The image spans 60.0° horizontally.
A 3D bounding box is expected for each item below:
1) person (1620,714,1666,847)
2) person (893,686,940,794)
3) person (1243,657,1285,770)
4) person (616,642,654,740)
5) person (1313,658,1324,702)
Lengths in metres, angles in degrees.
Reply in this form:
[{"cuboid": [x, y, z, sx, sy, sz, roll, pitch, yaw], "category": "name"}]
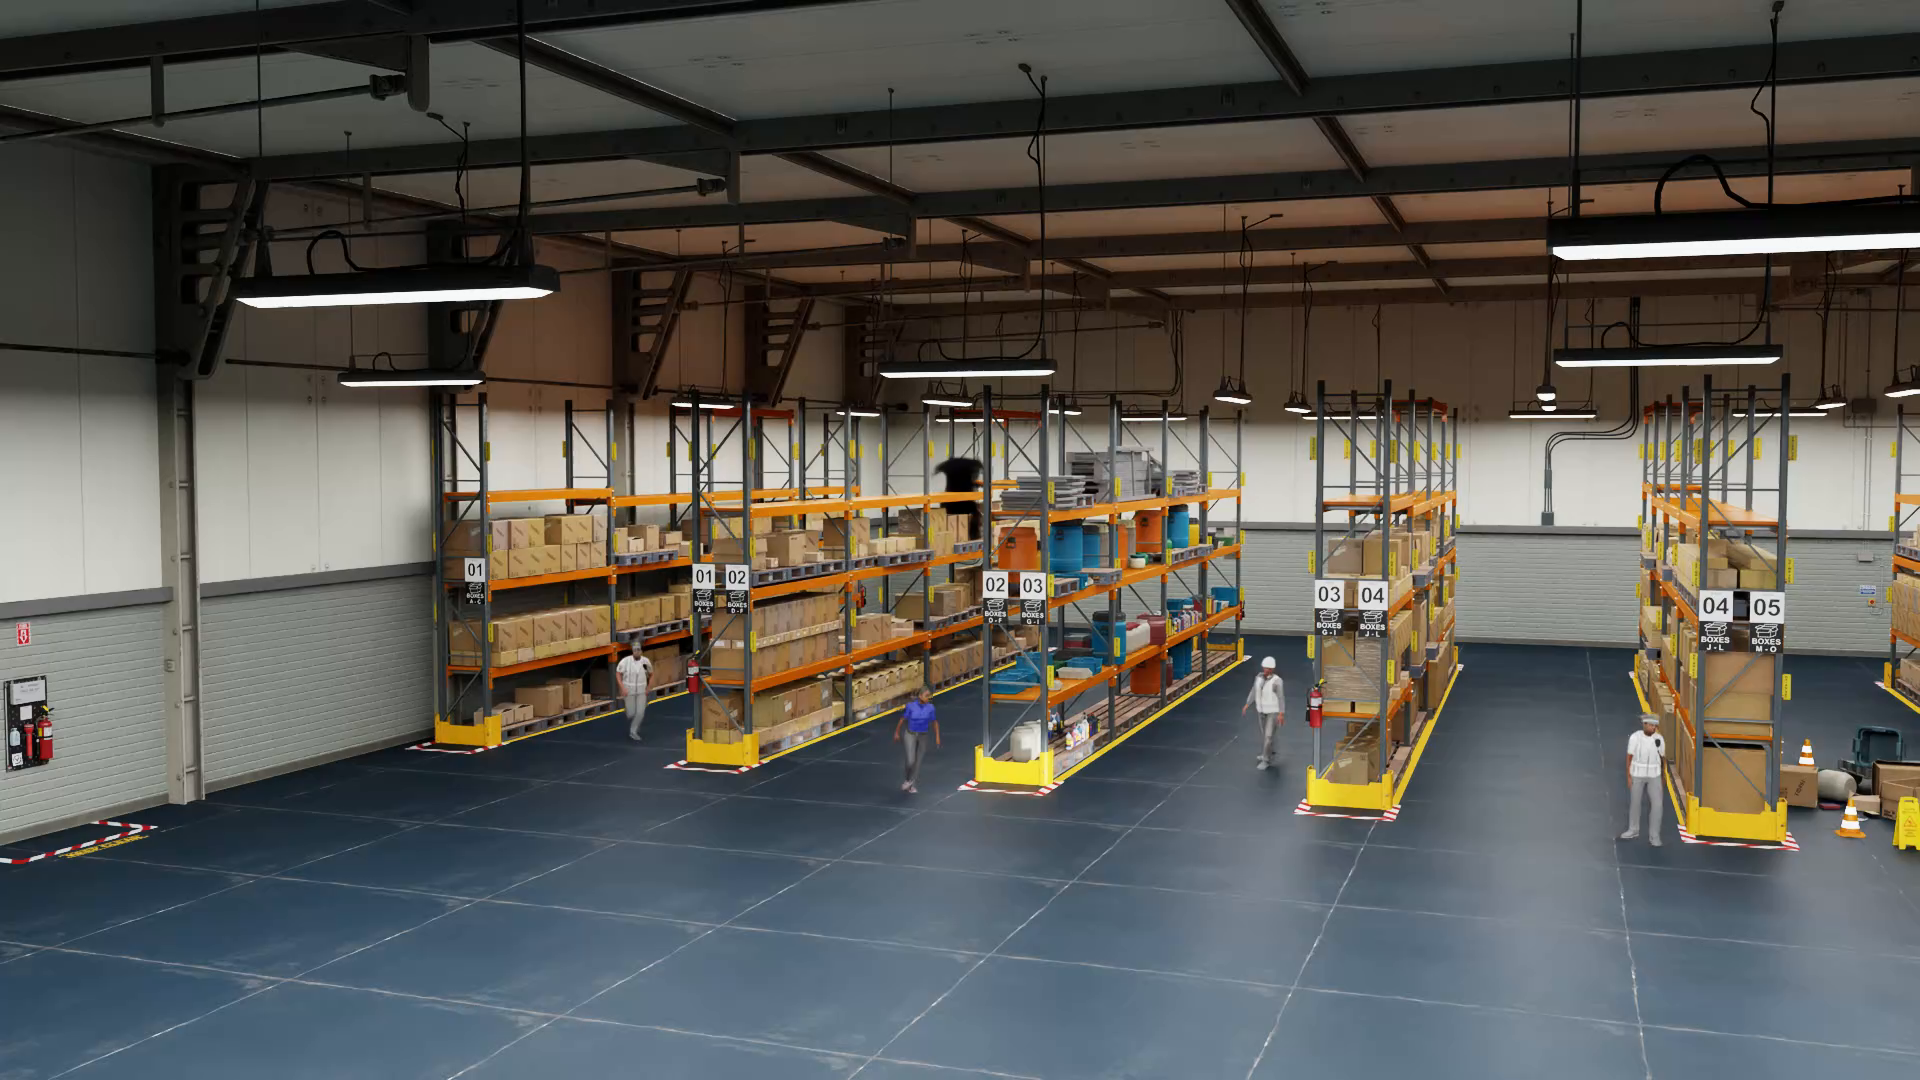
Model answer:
[{"cuboid": [8.756, 3.057, 21.293, 0.515, 1.710, 0.490, 1, 3, 12], "category": "person"}, {"cuboid": [-0.621, 2.906, 24.225, 0.585, 1.608, 0.647, -1, 3, -22], "category": "person"}, {"cuboid": [4.863, 2.726, 26.467, 0.762, 1.762, 0.696, -2, 4, -36], "category": "person"}, {"cuboid": [-5.669, 2.609, 29.002, 0.661, 1.718, 0.572, -1, 3, -16], "category": "person"}, {"cuboid": [7.455, 2.415, 33.291, 0.650, 1.703, 0.808, -3, 4, -41], "category": "person"}]
